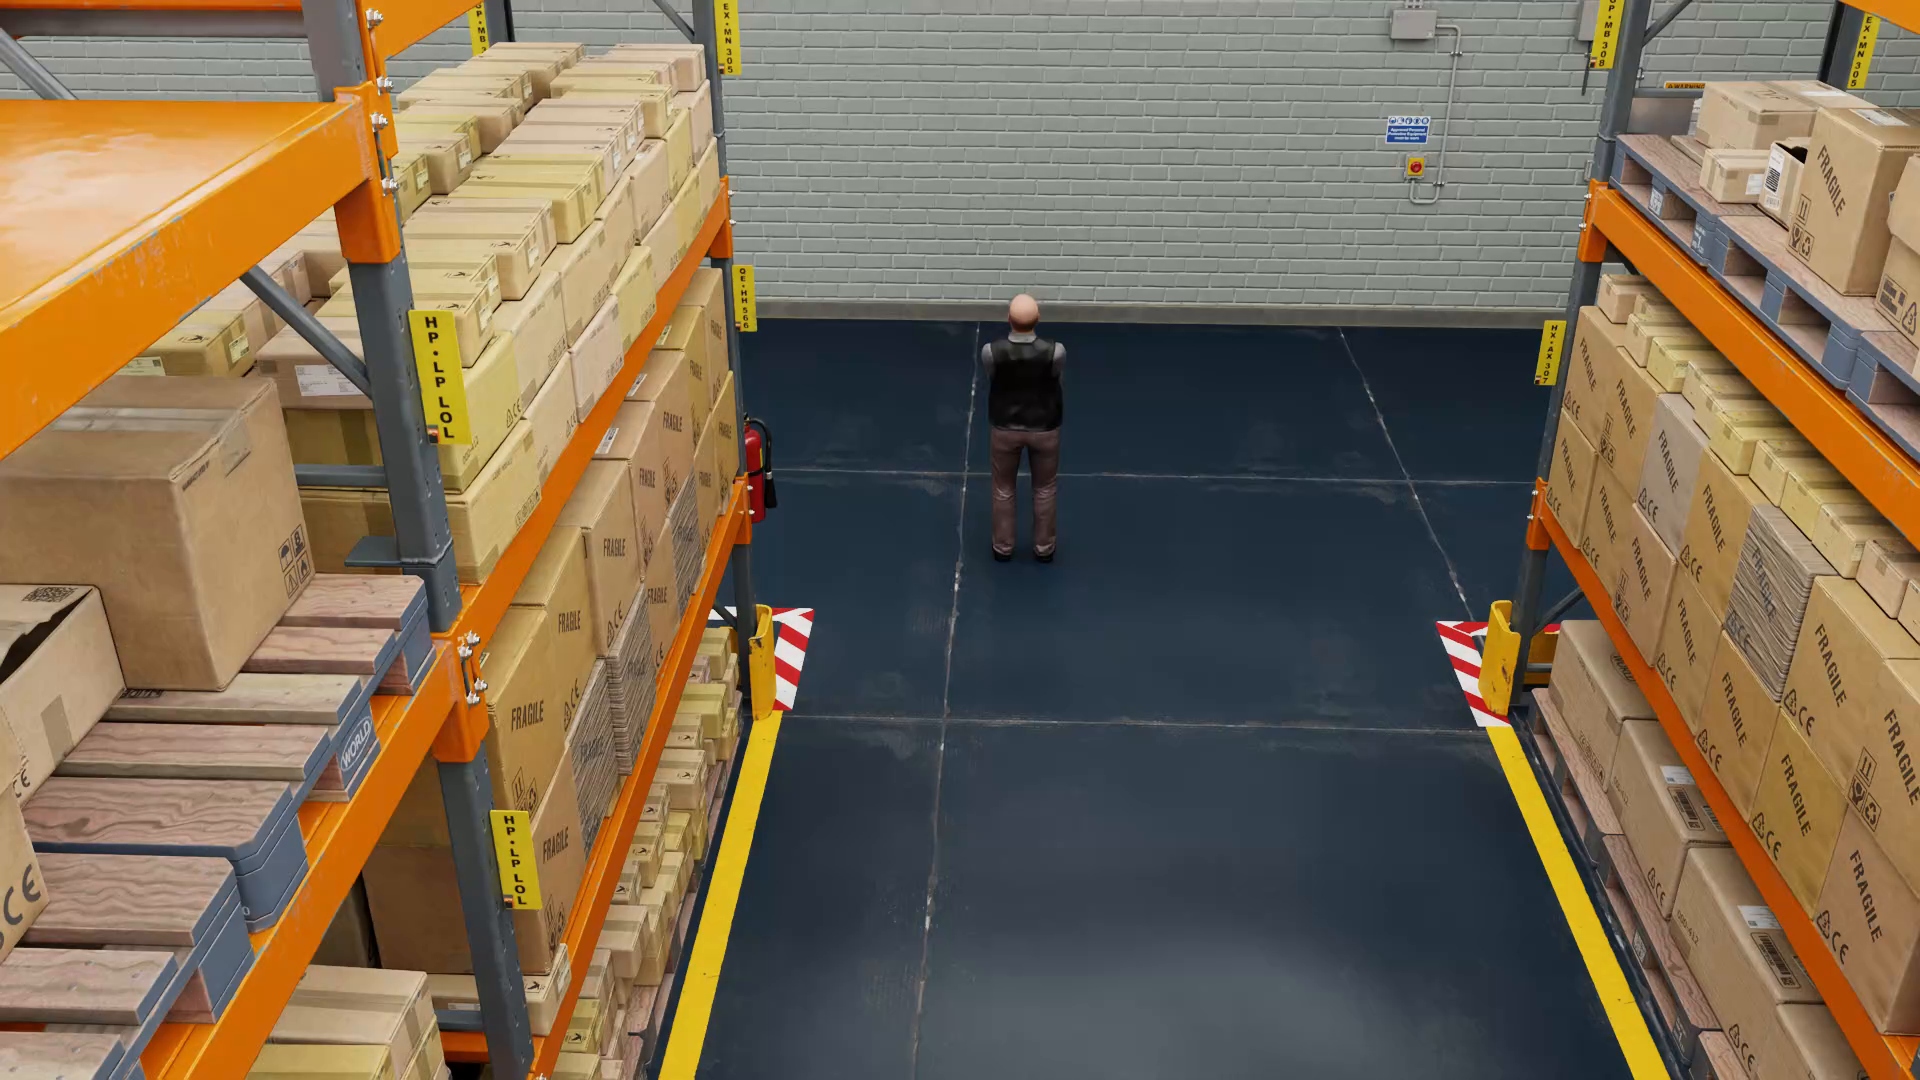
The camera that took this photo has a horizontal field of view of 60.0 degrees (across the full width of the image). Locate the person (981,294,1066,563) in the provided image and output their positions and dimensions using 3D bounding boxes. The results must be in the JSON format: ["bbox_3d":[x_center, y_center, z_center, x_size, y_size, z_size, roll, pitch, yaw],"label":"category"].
[{"bbox_3d":[0.376,-0.704,9.996,0.494,1.708,0.551,1,28,3],"label":"person"}]
